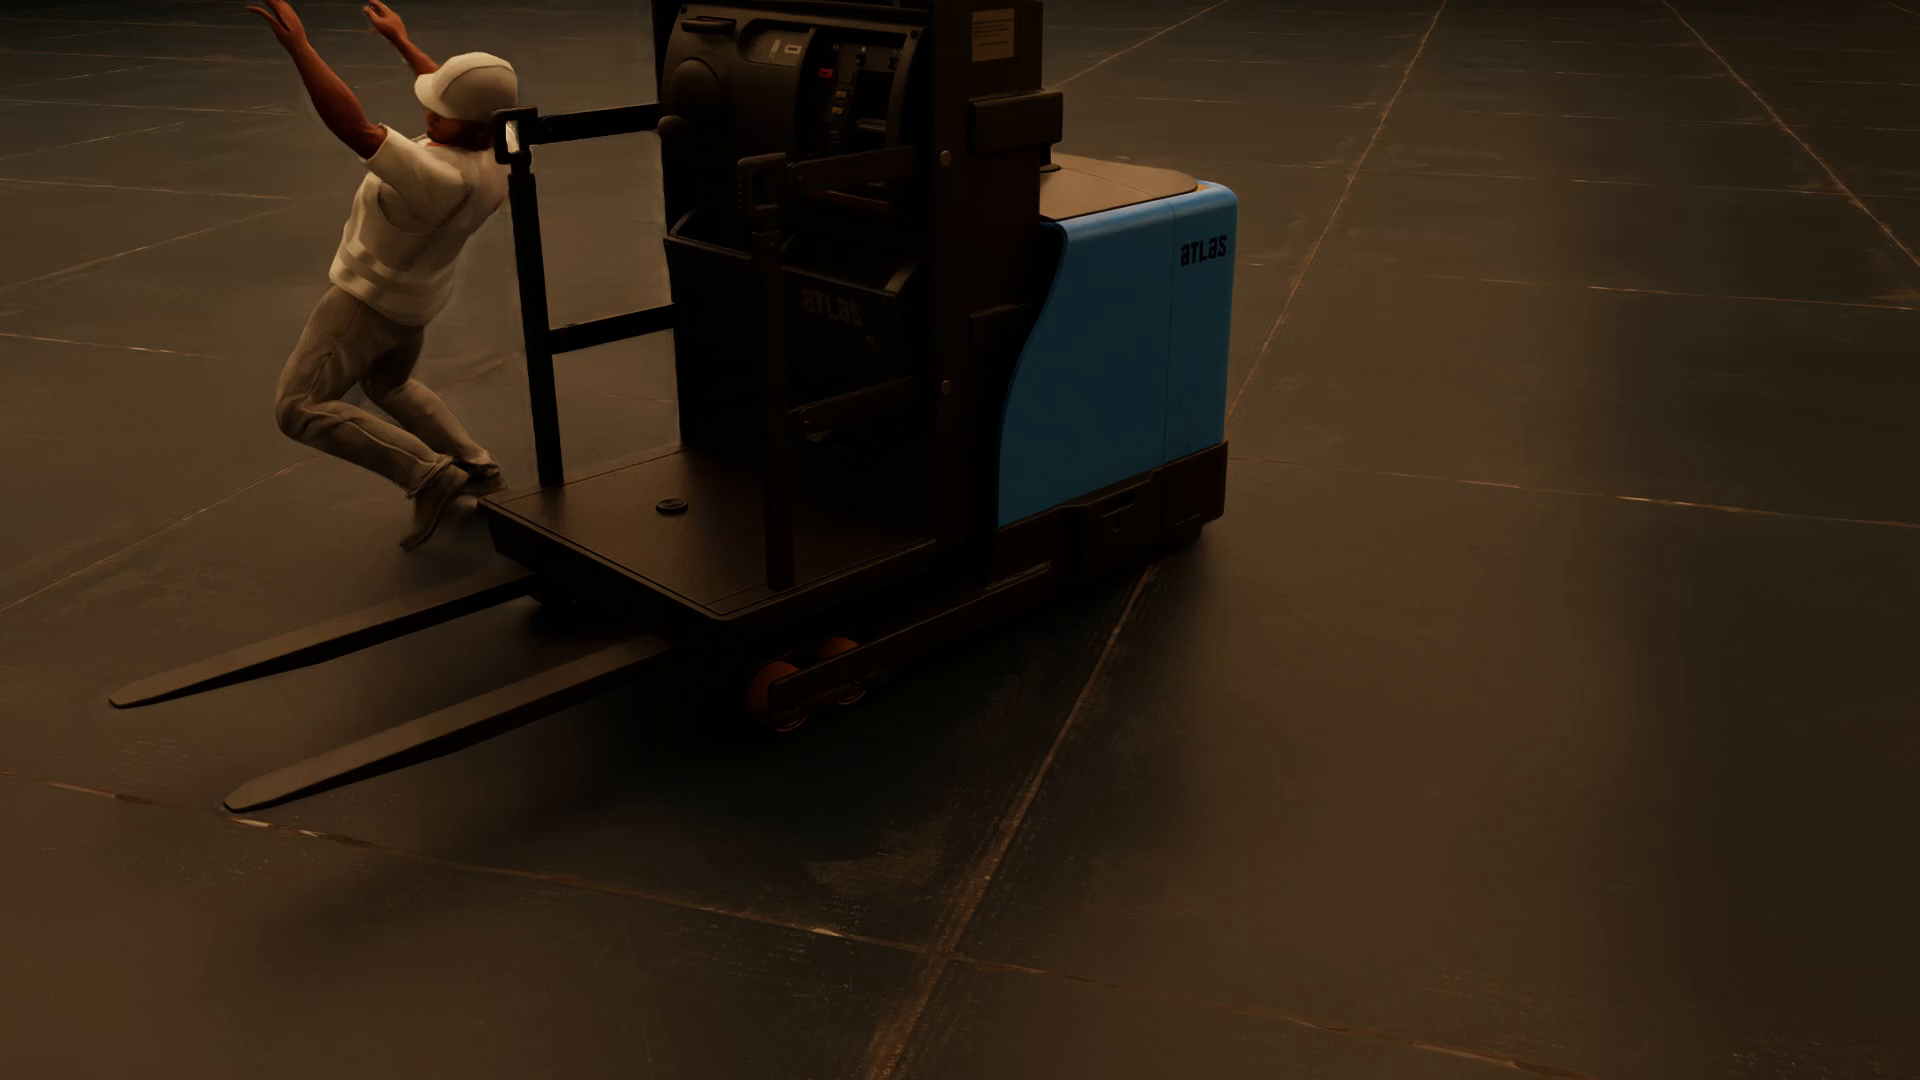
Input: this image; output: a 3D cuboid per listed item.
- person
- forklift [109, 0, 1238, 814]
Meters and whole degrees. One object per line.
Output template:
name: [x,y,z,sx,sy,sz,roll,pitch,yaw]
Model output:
person: [-1.601,-0.842,4.993,0.743,1.645,1.035,1,22,3]
forklift: [-0.582,-1.115,3.981,3.031,2.935,1.130,-21,30,-41]
